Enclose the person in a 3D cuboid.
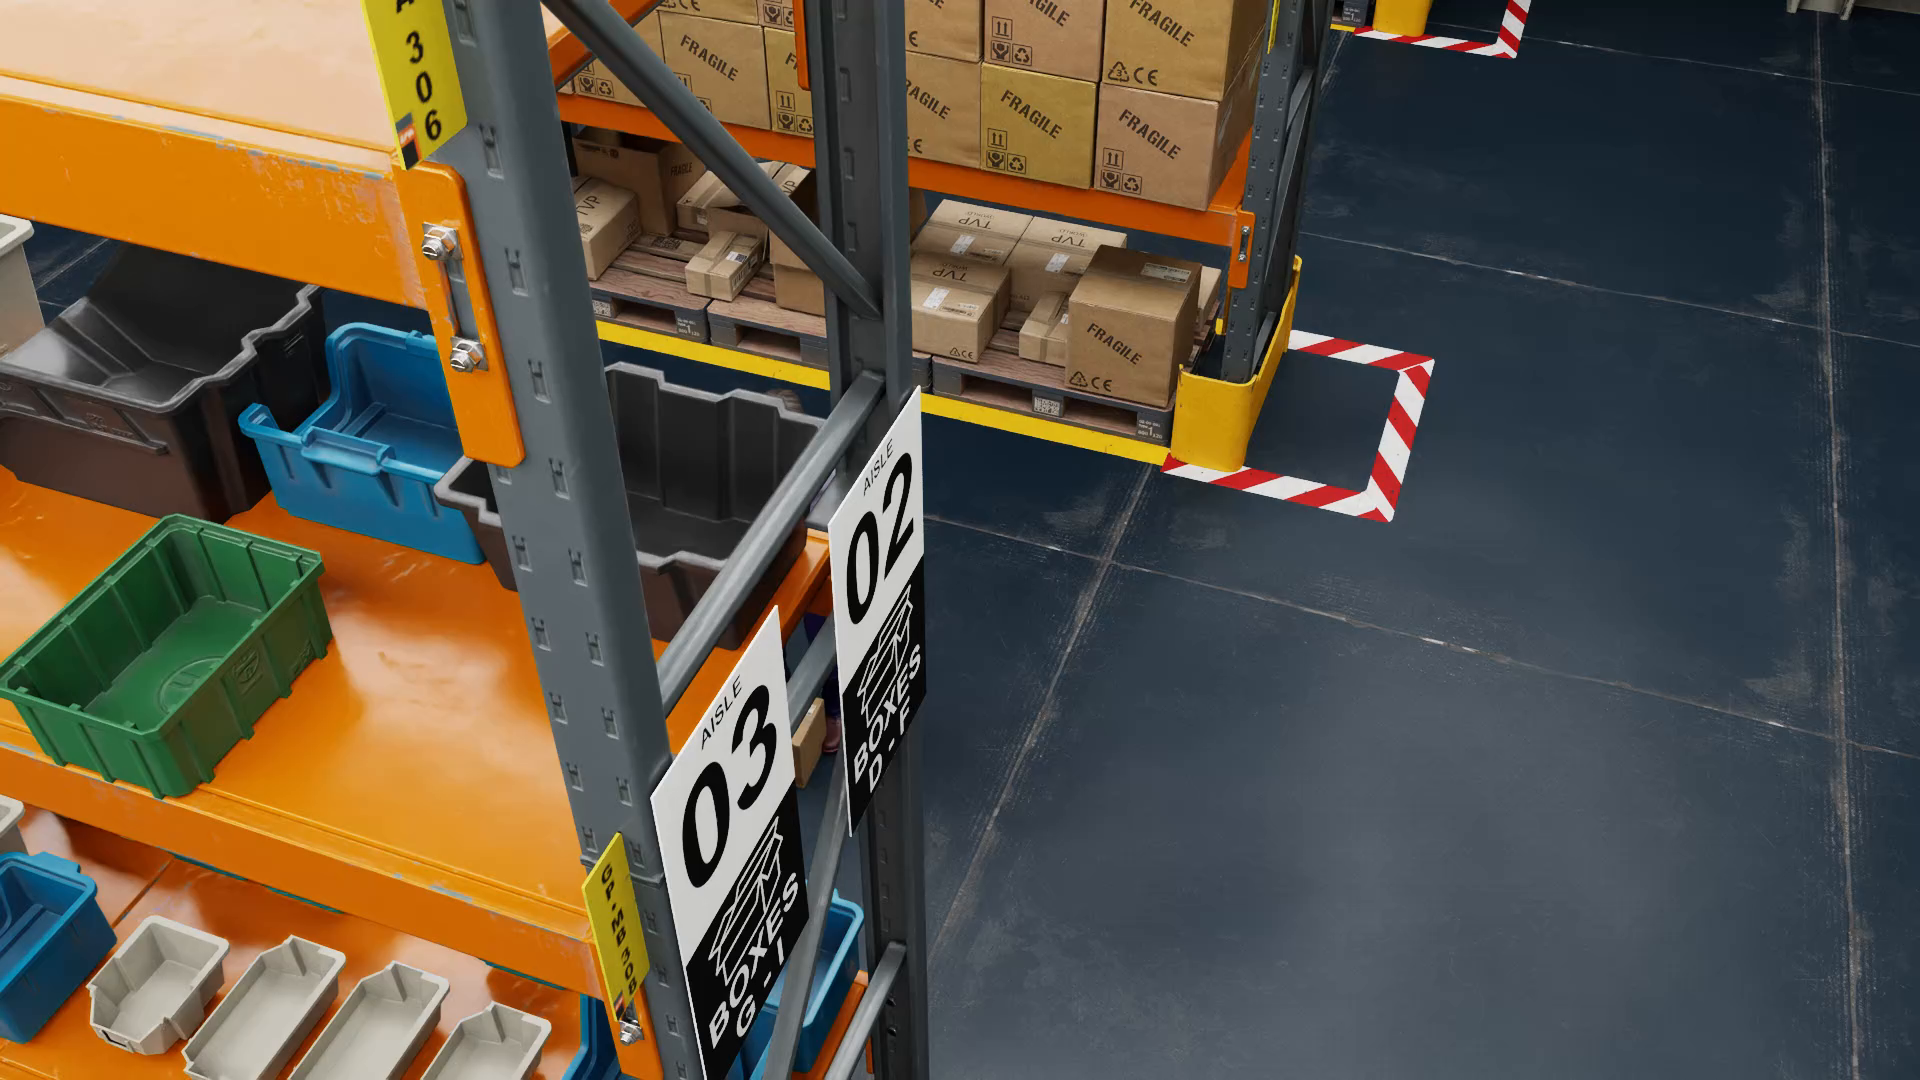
[{"bbox_3d":[-0.607,0.081,6.075,0.550,1.651,0.367,13,43,14],"label":"person"}]
